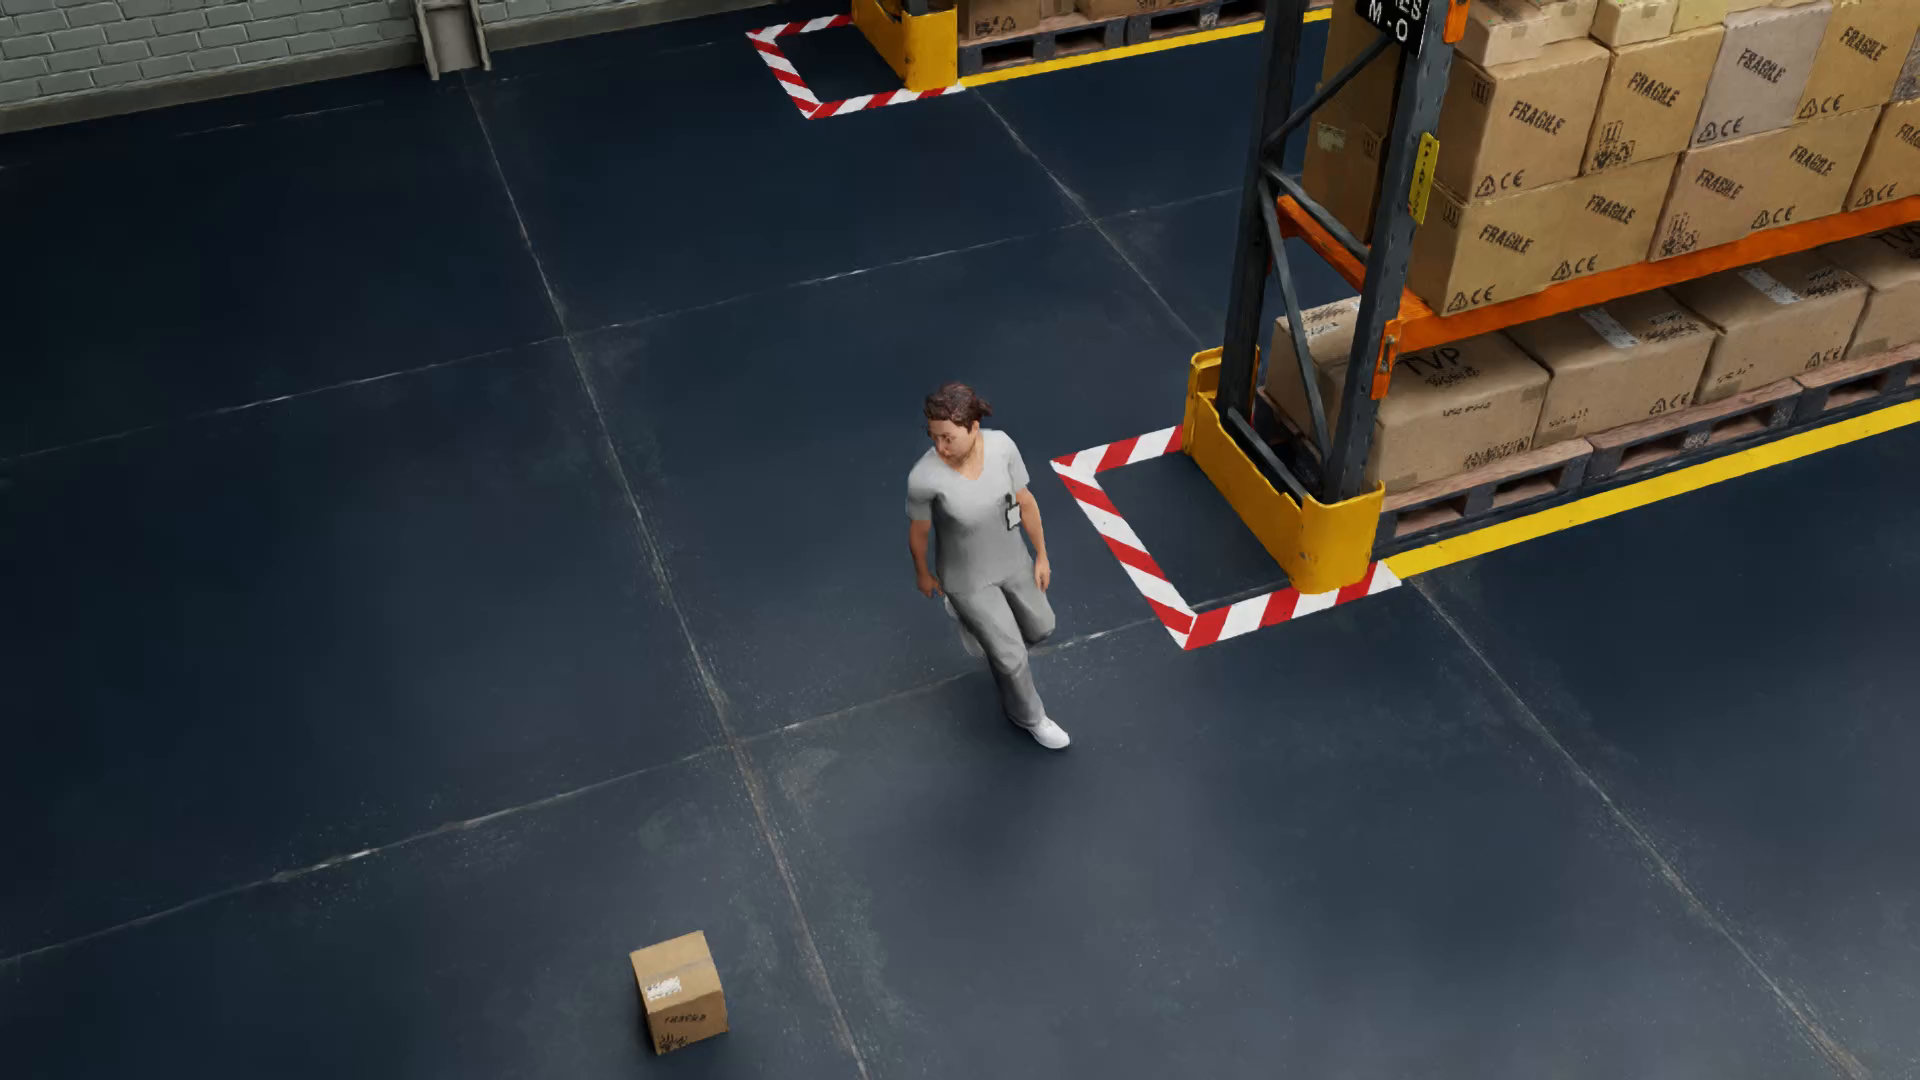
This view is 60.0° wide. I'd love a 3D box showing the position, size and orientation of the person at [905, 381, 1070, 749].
[{"bbox_3d":[0.077,0.090,6.098,0.505,1.621,0.733,-25,48,-25],"label":"person"}]
